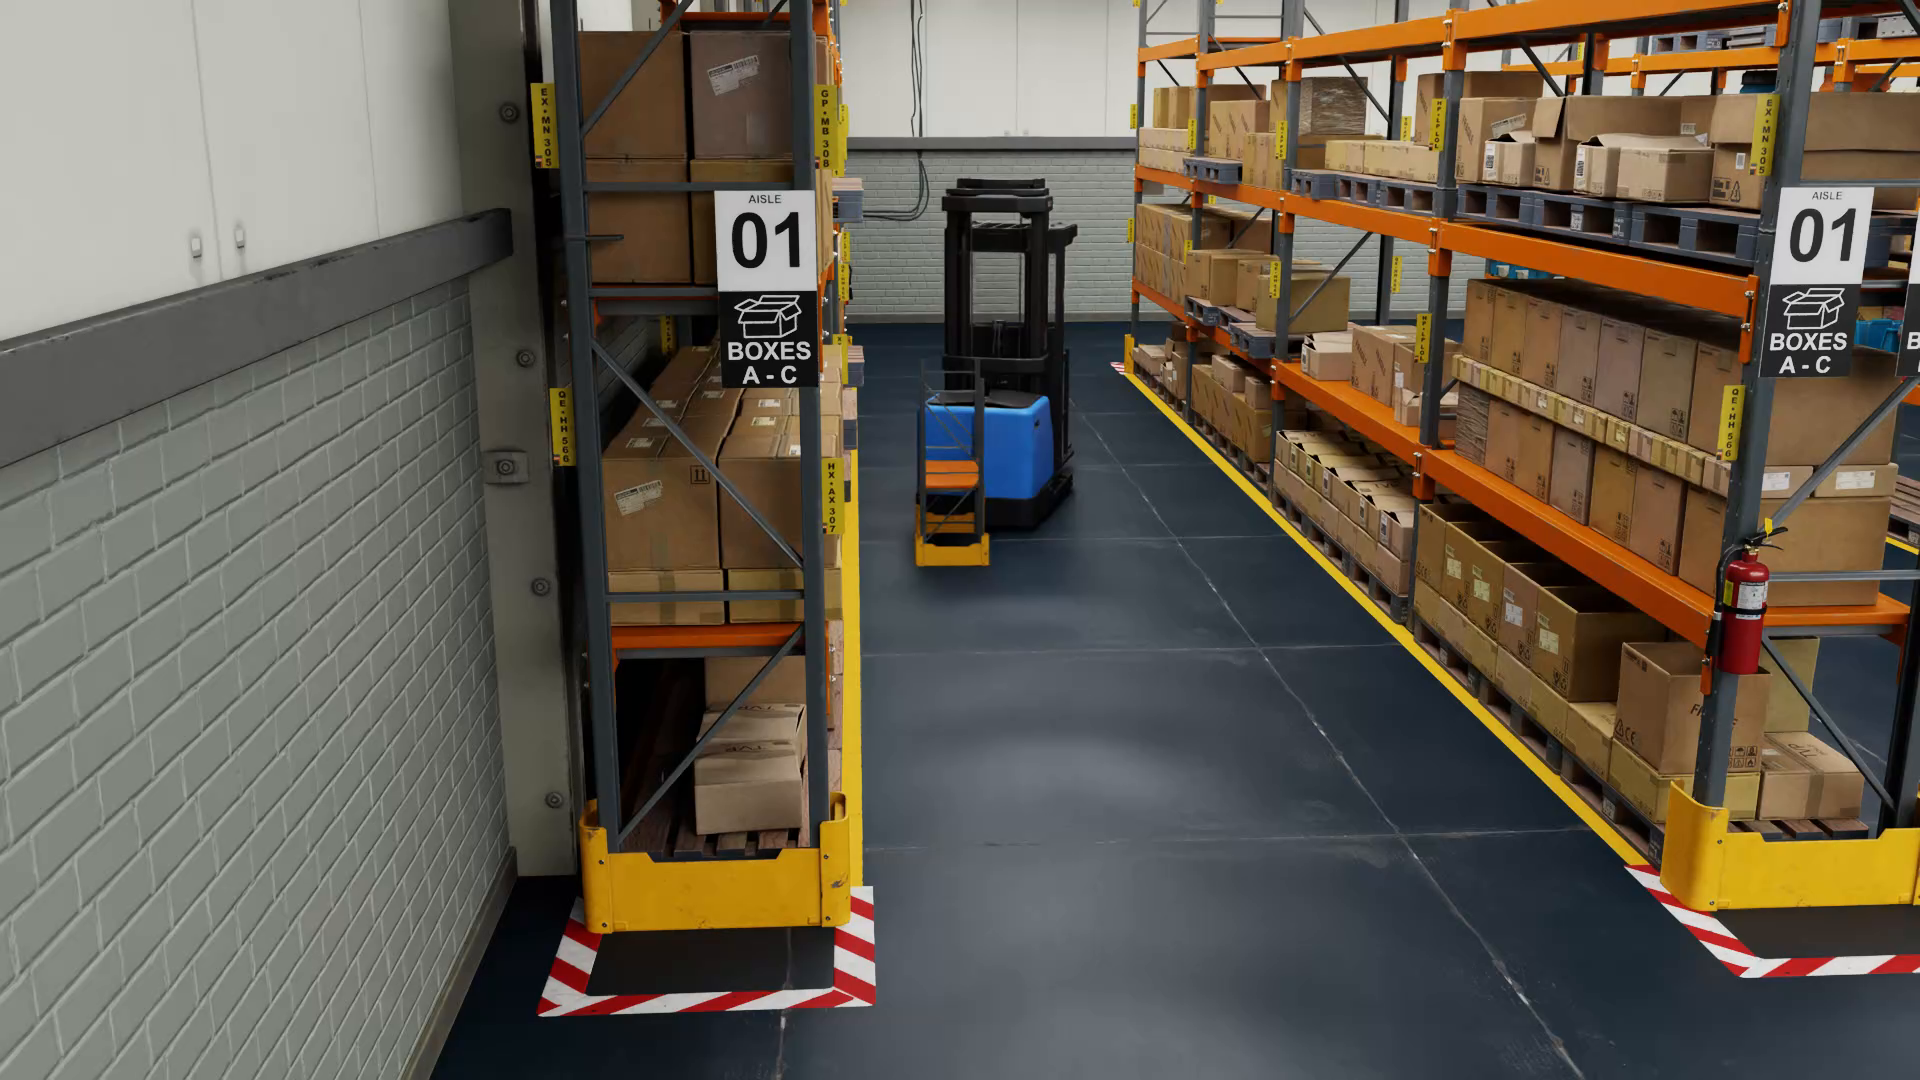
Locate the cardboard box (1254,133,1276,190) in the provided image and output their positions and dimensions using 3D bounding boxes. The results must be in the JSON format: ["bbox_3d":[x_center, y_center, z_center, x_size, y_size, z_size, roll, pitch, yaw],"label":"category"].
[{"bbox_3d":[3.279,-3.559,15.617,0.910,0.500,0.500,-1,14,-3],"label":"cardboard box"}]

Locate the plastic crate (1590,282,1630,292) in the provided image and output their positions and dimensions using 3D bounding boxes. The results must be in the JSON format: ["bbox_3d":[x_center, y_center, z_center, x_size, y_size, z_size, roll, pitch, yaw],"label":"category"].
[{"bbox_3d":[7.698,-3.025,19.676,0.392,0.384,0.575,-1,14,-3],"label":"plastic crate"}]

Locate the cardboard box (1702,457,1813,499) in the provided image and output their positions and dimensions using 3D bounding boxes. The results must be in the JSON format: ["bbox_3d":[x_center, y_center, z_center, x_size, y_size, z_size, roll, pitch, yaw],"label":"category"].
[{"bbox_3d":[3.653,-0.288,7.622,0.380,0.149,0.250,-1,14,-4],"label":"cardboard box"}]

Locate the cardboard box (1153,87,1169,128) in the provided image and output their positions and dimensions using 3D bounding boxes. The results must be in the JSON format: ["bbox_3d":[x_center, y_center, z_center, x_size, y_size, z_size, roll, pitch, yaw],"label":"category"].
[{"bbox_3d":[2.870,-5.544,21.328,0.700,0.500,0.500,-1,14,-3],"label":"cardboard box"}]

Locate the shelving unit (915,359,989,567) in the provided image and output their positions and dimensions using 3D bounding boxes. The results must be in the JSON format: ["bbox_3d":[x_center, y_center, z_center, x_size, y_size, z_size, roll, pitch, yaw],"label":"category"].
[{"bbox_3d":[-0.073,-0.651,13.548,0.587,1.500,1.083,0,14,-1],"label":"shelving unit"}]

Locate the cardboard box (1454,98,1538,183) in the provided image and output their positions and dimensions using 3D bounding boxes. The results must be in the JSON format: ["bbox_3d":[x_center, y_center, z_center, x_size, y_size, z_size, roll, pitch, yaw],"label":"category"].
[{"bbox_3d":[3.387,-2.471,10.265,0.500,0.500,0.500,0,14,1],"label":"cardboard box"}]

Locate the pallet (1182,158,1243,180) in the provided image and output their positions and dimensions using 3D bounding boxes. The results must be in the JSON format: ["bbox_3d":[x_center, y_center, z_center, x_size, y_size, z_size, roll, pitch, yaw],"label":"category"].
[{"bbox_3d":[3.094,-4.016,17.972,1.213,0.211,1.003,-1,14,-3],"label":"pallet"}]

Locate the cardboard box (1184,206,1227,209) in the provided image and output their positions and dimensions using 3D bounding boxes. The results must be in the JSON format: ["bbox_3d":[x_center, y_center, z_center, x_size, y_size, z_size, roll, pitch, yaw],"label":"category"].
[{"bbox_3d":[3.210,-4.113,21.784,0.500,0.500,0.500,0,14,-2],"label":"cardboard box"}]

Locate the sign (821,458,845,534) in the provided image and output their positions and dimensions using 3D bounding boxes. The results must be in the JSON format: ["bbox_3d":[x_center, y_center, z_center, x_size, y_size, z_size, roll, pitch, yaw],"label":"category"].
[{"bbox_3d":[-0.536,-0.183,6.981,0.100,0.325,0.005,-1,14,-3],"label":"sign"}]

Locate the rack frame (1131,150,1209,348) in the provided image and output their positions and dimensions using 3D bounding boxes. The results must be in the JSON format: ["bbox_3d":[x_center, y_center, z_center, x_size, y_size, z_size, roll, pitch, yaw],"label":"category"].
[{"bbox_3d":[2.875,-3.812,22.823,1.000,3.000,0.127,-1,14,-3],"label":"rack frame"}]

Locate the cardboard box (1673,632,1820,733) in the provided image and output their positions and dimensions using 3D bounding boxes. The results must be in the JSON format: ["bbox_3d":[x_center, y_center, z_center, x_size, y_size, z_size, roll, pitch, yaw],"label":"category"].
[{"bbox_3d":[4.023,0.671,8.569,0.500,0.500,0.500,-1,14,-3],"label":"cardboard box"}]

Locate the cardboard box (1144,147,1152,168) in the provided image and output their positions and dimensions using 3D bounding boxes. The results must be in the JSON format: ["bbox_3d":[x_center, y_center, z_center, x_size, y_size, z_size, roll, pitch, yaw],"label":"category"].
[{"bbox_3d":[2.672,-4.936,21.472,0.500,0.250,0.500,-1,14,-3],"label":"cardboard box"}]

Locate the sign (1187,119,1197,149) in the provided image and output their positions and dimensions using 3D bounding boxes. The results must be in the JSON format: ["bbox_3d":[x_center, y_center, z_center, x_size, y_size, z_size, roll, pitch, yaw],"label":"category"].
[{"bbox_3d":[2.582,-4.510,18.478,0.100,0.325,0.005,-1,14,-3],"label":"sign"}]

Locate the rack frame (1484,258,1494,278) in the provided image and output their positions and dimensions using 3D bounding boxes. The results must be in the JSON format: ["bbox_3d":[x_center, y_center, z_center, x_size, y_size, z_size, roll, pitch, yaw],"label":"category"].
[{"bbox_3d":[7.820,-3.888,23.117,1.000,3.000,0.127,-1,14,-3],"label":"rack frame"}]

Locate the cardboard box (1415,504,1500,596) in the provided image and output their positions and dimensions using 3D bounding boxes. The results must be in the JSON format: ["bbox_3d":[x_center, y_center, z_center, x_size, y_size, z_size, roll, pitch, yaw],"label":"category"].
[{"bbox_3d":[3.335,0.057,10.954,0.500,0.500,0.500,-1,14,-3],"label":"cardboard box"}]

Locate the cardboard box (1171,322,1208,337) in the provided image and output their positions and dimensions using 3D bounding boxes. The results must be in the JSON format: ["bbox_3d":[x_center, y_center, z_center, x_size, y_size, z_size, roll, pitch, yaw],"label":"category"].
[{"bbox_3d":[3.155,-2.683,22.569,0.500,0.500,0.500,-1,14,-3],"label":"cardboard box"}]

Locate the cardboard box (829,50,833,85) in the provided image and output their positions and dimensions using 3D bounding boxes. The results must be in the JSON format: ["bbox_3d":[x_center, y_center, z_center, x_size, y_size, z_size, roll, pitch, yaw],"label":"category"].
[{"bbox_3d":[-0.936,-2.359,8.908,0.500,0.500,0.500,-1,14,-5],"label":"cardboard box"}]

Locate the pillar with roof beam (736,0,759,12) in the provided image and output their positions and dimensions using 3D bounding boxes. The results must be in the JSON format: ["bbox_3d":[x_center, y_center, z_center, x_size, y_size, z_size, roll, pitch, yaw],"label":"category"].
[{"bbox_3d":[1.198,-7.365,24.591,9.100,9.000,0.400,-1,14,-3],"label":"pillar with roof beam"}]

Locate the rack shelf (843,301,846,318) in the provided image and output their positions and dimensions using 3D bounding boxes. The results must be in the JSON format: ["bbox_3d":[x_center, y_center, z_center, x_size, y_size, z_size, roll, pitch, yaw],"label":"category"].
[{"bbox_3d":[-1.945,-2.889,20.679,1.077,0.370,4.000,-1,14,-3],"label":"rack shelf"}]

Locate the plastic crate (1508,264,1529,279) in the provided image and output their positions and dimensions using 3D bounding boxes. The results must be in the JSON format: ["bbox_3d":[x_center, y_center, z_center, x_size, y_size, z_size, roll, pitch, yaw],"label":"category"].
[{"bbox_3d":[7.547,-3.605,22.235,0.416,0.233,0.300,-1,14,-3],"label":"plastic crate"}]

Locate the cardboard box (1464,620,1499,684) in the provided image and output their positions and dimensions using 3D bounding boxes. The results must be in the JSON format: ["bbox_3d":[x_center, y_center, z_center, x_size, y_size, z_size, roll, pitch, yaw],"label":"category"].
[{"bbox_3d":[3.397,0.669,10.081,0.500,0.250,0.500,-1,14,-3],"label":"cardboard box"}]

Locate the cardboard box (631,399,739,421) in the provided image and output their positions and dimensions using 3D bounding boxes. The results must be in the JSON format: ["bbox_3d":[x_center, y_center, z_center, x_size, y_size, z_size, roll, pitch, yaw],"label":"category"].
[{"bbox_3d":[-1.376,-0.424,8.409,0.500,0.500,0.500,-1,14,-5],"label":"cardboard box"}]

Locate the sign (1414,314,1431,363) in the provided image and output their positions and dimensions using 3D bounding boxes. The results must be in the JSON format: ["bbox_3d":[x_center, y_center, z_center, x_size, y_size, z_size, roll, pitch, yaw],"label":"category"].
[{"bbox_3d":[3.078,-1.339,11.047,0.100,0.325,0.005,-1,14,-3],"label":"sign"}]

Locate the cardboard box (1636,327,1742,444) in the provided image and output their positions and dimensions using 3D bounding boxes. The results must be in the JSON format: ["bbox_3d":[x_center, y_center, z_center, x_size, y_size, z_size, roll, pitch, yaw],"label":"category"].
[{"bbox_3d":[3.809,-0.770,8.195,0.700,0.500,0.500,-1,14,-5],"label":"cardboard box"}]

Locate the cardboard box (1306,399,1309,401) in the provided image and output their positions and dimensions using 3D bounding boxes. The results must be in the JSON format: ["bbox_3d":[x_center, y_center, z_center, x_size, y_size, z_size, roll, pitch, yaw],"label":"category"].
[{"bbox_3d":[3.564,-1.198,16.795,0.500,0.500,0.500,-1,14,-4],"label":"cardboard box"}]

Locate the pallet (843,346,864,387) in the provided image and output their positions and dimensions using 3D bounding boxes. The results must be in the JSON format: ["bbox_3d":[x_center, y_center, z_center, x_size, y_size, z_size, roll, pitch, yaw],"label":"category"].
[{"bbox_3d":[-1.422,-1.477,14.131,1.213,0.211,1.003,-1,14,-3],"label":"pallet"}]

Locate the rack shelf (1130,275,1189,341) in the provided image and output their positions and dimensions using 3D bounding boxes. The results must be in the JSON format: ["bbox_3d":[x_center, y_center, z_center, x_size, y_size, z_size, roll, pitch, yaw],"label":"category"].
[{"bbox_3d":[2.999,-2.966,20.979,1.077,0.370,4.000,-1,14,-3],"label":"rack shelf"}]

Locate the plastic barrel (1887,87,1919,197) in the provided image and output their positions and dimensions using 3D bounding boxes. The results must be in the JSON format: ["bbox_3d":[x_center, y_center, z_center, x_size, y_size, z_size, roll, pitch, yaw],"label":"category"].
[{"bbox_3d":[8.149,-3.386,14.141,0.600,0.901,0.600,0,14,0],"label":"plastic barrel"}]

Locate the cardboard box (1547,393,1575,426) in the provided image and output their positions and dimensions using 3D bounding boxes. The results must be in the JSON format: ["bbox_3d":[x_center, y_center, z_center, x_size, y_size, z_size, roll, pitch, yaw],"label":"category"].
[{"bbox_3d":[3.542,-0.735,9.362,0.380,0.149,0.250,-1,14,-4],"label":"cardboard box"}]

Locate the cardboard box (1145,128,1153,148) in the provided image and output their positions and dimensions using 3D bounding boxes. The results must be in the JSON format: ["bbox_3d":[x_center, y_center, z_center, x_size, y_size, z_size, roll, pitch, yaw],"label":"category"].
[{"bbox_3d":[2.671,-5.178,21.410,0.500,0.250,0.500,-1,14,-3],"label":"cardboard box"}]

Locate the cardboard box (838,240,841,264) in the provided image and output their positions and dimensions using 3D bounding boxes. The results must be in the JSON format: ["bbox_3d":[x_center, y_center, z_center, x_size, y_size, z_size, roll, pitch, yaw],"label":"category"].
[{"bbox_3d":[-1.483,-2.939,17.086,0.500,0.250,0.500,-1,14,-2],"label":"cardboard box"}]

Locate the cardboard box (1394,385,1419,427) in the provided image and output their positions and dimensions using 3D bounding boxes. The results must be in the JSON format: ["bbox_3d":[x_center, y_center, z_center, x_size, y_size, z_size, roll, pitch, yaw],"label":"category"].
[{"bbox_3d":[3.381,-0.979,12.079,0.396,0.266,0.258,-1,14,-5],"label":"cardboard box"}]

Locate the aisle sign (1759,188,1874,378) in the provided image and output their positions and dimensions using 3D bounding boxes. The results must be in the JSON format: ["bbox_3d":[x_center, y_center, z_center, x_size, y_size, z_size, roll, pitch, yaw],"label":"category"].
[{"bbox_3d":[3.578,-1.071,6.952,0.394,0.787,0.004,-1,14,-3],"label":"aisle sign"}]

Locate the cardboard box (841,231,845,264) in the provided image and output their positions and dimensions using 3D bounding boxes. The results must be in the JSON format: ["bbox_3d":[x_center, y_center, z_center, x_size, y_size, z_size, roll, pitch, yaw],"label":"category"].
[{"bbox_3d":[-1.971,-3.573,21.290,0.980,0.700,0.700,-1,14,-4],"label":"cardboard box"}]

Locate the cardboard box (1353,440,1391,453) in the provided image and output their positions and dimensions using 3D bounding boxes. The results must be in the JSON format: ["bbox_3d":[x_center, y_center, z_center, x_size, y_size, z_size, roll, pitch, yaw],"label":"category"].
[{"bbox_3d":[3.688,-0.710,14.317,0.500,0.311,0.500,-1,14,-4],"label":"cardboard box"}]

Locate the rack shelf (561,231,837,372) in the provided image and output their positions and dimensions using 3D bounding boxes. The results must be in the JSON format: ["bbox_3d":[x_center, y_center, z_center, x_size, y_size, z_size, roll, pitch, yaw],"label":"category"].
[{"bbox_3d":[-1.201,-1.357,8.706,1.077,0.370,4.000,-1,14,-3],"label":"rack shelf"}]

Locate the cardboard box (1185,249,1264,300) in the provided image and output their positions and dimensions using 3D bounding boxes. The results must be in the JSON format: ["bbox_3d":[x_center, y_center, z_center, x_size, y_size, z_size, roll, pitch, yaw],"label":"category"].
[{"bbox_3d":[2.929,-2.948,18.421,0.700,0.500,0.500,-6,16,-22],"label":"cardboard box"}]

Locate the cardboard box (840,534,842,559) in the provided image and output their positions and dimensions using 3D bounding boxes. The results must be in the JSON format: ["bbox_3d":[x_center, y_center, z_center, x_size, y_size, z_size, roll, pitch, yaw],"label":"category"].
[{"bbox_3d":[-0.863,-0.075,8.557,0.500,0.250,0.500,-1,14,-4],"label":"cardboard box"}]

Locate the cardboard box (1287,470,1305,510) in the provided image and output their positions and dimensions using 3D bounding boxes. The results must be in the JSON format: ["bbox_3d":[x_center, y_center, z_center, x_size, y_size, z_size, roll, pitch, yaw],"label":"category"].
[{"bbox_3d":[3.142,-0.435,14.371,0.500,0.250,0.500,-1,14,-5],"label":"cardboard box"}]

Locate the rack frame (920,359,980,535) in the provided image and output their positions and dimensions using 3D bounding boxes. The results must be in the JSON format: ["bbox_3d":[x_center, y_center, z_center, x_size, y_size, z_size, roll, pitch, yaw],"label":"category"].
[{"bbox_3d":[-0.084,-0.776,14.031,0.500,1.500,0.032,0,14,-1],"label":"rack frame"}]

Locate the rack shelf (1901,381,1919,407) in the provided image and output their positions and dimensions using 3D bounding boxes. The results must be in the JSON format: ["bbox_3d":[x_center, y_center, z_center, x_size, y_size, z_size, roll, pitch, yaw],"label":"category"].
[{"bbox_3d":[8.439,-1.052,13.540,1.077,0.370,4.000,-1,14,-3],"label":"rack shelf"}]

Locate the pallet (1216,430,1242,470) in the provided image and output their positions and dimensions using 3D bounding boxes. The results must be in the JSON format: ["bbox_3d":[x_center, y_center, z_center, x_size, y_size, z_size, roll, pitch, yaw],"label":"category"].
[{"bbox_3d":[3.290,-0.961,17.338,1.003,0.211,1.213,-1,14,-3],"label":"pallet"}]

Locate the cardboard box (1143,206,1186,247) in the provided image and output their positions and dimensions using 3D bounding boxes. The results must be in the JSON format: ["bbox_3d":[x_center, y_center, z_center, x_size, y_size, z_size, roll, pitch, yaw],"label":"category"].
[{"bbox_3d":[2.680,-4.101,21.736,0.500,0.500,0.500,-1,14,-3],"label":"cardboard box"}]

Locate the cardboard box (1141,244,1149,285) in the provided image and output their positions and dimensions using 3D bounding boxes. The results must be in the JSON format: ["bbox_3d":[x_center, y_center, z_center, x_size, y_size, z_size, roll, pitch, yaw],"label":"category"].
[{"bbox_3d":[2.677,-3.618,21.867,0.500,0.500,0.500,-1,14,-4],"label":"cardboard box"}]

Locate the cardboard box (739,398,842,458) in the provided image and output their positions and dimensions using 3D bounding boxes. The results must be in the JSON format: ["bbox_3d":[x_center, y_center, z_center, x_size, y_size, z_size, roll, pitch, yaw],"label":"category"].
[{"bbox_3d":[-0.853,-0.431,8.437,0.500,0.500,0.500,-1,14,-5],"label":"cardboard box"}]

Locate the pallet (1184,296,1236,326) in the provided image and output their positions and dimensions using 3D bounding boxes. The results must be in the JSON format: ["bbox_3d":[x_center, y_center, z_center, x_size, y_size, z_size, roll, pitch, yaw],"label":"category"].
[{"bbox_3d":[3.064,-2.524,18.202,1.003,0.211,1.213,-1,14,-3],"label":"pallet"}]

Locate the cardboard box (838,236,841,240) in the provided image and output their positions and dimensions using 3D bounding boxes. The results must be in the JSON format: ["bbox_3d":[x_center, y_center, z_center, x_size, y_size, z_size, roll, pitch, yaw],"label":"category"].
[{"bbox_3d":[-1.514,-3.066,17.579,0.500,0.250,0.500,-1,14,-2],"label":"cardboard box"}]

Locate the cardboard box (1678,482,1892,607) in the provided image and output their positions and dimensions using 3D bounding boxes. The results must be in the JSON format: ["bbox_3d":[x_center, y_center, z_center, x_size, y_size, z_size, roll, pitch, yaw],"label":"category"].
[{"bbox_3d":[3.851,0.002,7.797,0.700,0.500,0.500,-1,14,-3],"label":"cardboard box"}]

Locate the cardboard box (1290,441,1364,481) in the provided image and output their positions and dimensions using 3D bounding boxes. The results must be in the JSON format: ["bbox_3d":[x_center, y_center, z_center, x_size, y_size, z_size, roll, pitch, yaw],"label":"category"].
[{"bbox_3d":[3.151,-0.701,14.280,0.500,0.311,0.500,-1,14,-5],"label":"cardboard box"}]

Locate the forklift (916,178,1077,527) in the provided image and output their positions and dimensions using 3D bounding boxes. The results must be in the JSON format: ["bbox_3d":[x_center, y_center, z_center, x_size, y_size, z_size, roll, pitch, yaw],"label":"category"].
[{"bbox_3d":[0.457,-1.854,15.349,1.130,2.935,3.031,3,15,13],"label":"forklift"}]

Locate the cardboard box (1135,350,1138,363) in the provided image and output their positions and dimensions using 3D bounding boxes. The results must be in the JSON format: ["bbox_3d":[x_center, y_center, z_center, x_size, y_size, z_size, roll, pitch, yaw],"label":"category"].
[{"bbox_3d":[2.574,-2.481,22.454,0.380,0.166,0.250,-1,14,-3],"label":"cardboard box"}]

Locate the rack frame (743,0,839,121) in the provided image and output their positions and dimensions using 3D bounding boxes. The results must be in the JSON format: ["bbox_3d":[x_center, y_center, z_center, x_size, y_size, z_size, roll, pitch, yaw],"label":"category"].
[{"bbox_3d":[-1.821,-5.645,17.908,1.000,3.000,0.127,-1,14,-3],"label":"rack frame"}]

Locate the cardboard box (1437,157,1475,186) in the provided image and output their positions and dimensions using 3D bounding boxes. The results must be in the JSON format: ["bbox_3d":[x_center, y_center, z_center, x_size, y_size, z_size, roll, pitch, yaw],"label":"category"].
[{"bbox_3d":[3.590,-2.565,11.413,0.500,0.250,0.500,1,14,2],"label":"cardboard box"}]

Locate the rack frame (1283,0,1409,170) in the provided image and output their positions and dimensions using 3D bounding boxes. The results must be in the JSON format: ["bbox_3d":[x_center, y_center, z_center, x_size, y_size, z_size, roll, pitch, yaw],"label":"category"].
[{"bbox_3d":[3.371,-4.728,14.343,1.000,3.000,0.127,-1,14,-3],"label":"rack frame"}]

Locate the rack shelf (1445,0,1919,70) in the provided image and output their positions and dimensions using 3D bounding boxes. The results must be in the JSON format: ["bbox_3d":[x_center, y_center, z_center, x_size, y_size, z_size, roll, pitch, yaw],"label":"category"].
[{"bbox_3d":[3.743,-2.694,8.683,1.077,0.370,4.000,-1,14,-3],"label":"rack shelf"}]

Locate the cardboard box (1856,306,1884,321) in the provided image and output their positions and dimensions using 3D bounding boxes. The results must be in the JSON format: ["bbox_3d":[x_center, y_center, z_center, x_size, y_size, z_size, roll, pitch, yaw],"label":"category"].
[{"bbox_3d":[12.882,-2.981,23.012,0.875,0.875,0.875,-1,14,-3],"label":"cardboard box"}]

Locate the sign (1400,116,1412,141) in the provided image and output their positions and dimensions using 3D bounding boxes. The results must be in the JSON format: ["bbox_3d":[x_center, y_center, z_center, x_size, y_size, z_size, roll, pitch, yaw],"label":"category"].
[{"bbox_3d":[3.926,-3.571,14.668,0.100,0.325,0.005,-1,14,-3],"label":"sign"}]

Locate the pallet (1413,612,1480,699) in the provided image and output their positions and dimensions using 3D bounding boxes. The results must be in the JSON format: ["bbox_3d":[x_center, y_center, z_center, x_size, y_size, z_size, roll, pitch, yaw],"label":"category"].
[{"bbox_3d":[3.626,0.721,10.800,1.003,0.211,1.213,-1,14,-3],"label":"pallet"}]
